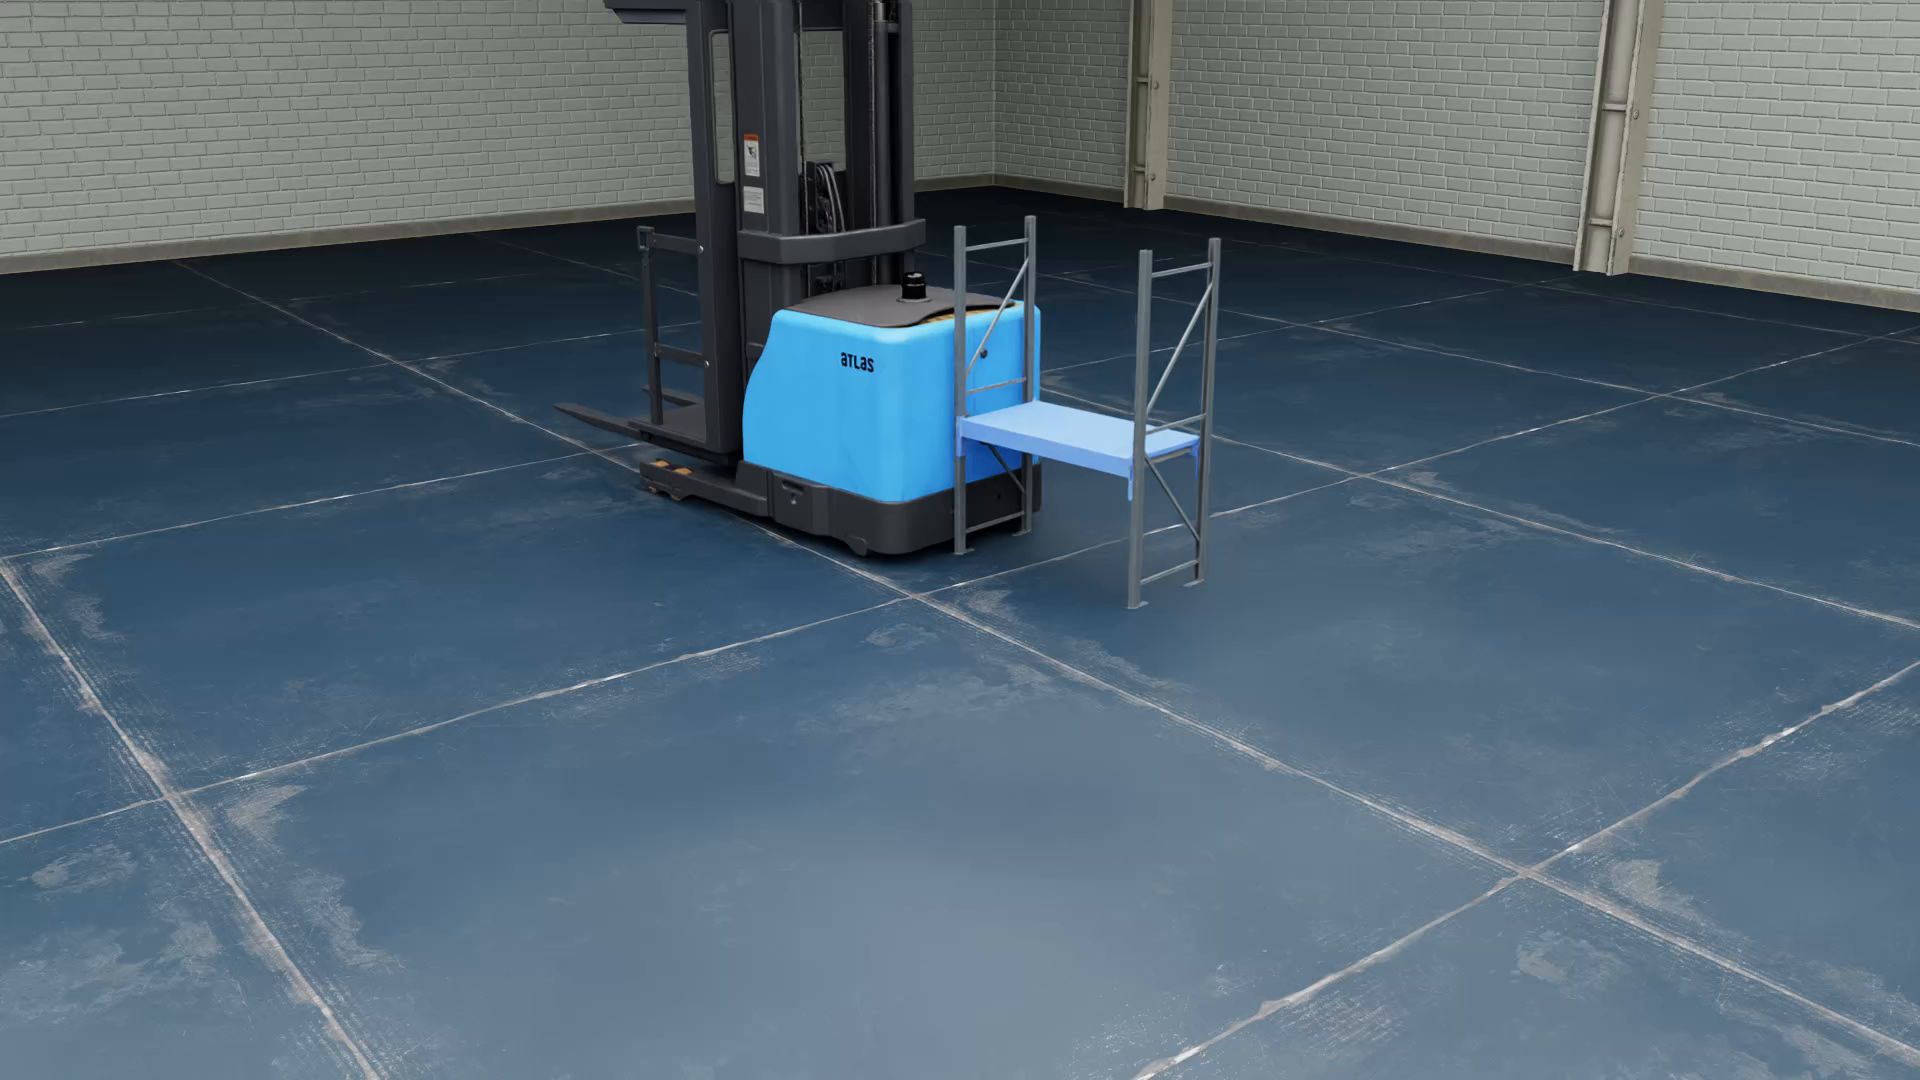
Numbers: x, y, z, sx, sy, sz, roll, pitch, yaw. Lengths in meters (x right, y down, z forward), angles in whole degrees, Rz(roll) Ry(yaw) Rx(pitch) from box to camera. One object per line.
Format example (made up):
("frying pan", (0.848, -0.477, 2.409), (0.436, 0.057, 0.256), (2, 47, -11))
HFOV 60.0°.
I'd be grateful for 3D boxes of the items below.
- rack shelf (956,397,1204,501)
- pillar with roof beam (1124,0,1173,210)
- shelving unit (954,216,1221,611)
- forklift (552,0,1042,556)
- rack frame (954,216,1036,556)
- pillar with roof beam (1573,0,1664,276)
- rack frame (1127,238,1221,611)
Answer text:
("rack shelf", (0.524, -0.415, 7.301), (1.000, 0.185, 0.538), (17, 25, 41))
("pillar with roof beam", (-1.179, -7.394, 15.876), (9.100, 9.000, 0.400), (-14, 23, -36))
("shelving unit", (0.524, -0.585, 7.244), (1.048, 1.500, 0.538), (17, 25, 41))
("forklift", (-1.012, -1.694, 8.316), (3.031, 2.935, 1.130), (17, 25, 41))
("rack frame", (0.159, -0.697, 7.581), (0.032, 1.500, 0.500), (17, 25, 41))
("pillar with roof beam", (2.546, -5.915, 11.411), (9.100, 9.000, 0.400), (-14, 23, -36))
("rack frame", (0.888, -0.474, 6.908), (0.032, 1.500, 0.500), (17, 25, 41))
